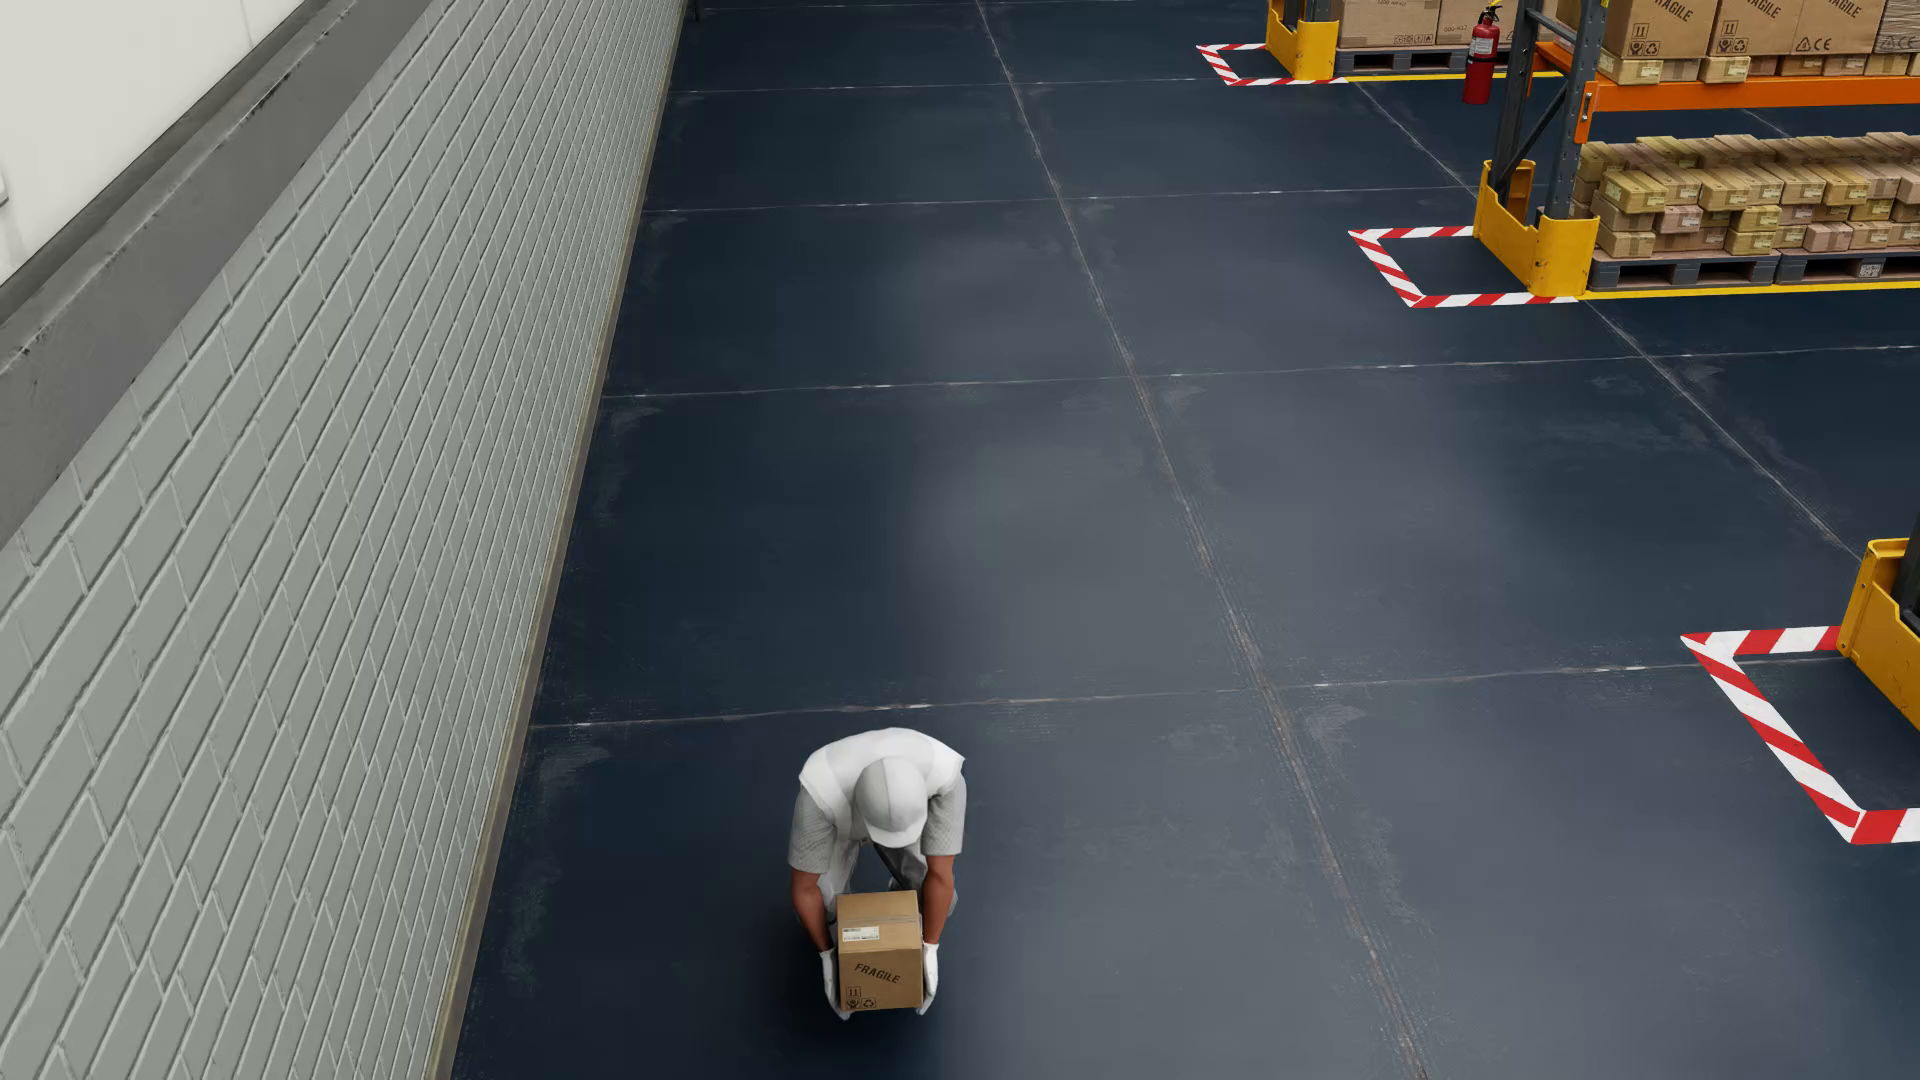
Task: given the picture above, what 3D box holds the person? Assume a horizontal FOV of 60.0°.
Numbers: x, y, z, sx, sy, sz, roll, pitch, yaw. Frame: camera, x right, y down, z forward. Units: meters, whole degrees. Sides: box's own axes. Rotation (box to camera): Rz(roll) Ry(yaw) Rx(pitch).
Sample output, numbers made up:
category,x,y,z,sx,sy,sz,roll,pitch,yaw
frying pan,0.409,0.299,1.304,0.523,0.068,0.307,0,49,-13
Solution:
category,x,y,z,sx,sy,sz,roll,pitch,yaw
person,-0.267,0.945,5.309,0.567,0.994,0.891,-3,31,-5
